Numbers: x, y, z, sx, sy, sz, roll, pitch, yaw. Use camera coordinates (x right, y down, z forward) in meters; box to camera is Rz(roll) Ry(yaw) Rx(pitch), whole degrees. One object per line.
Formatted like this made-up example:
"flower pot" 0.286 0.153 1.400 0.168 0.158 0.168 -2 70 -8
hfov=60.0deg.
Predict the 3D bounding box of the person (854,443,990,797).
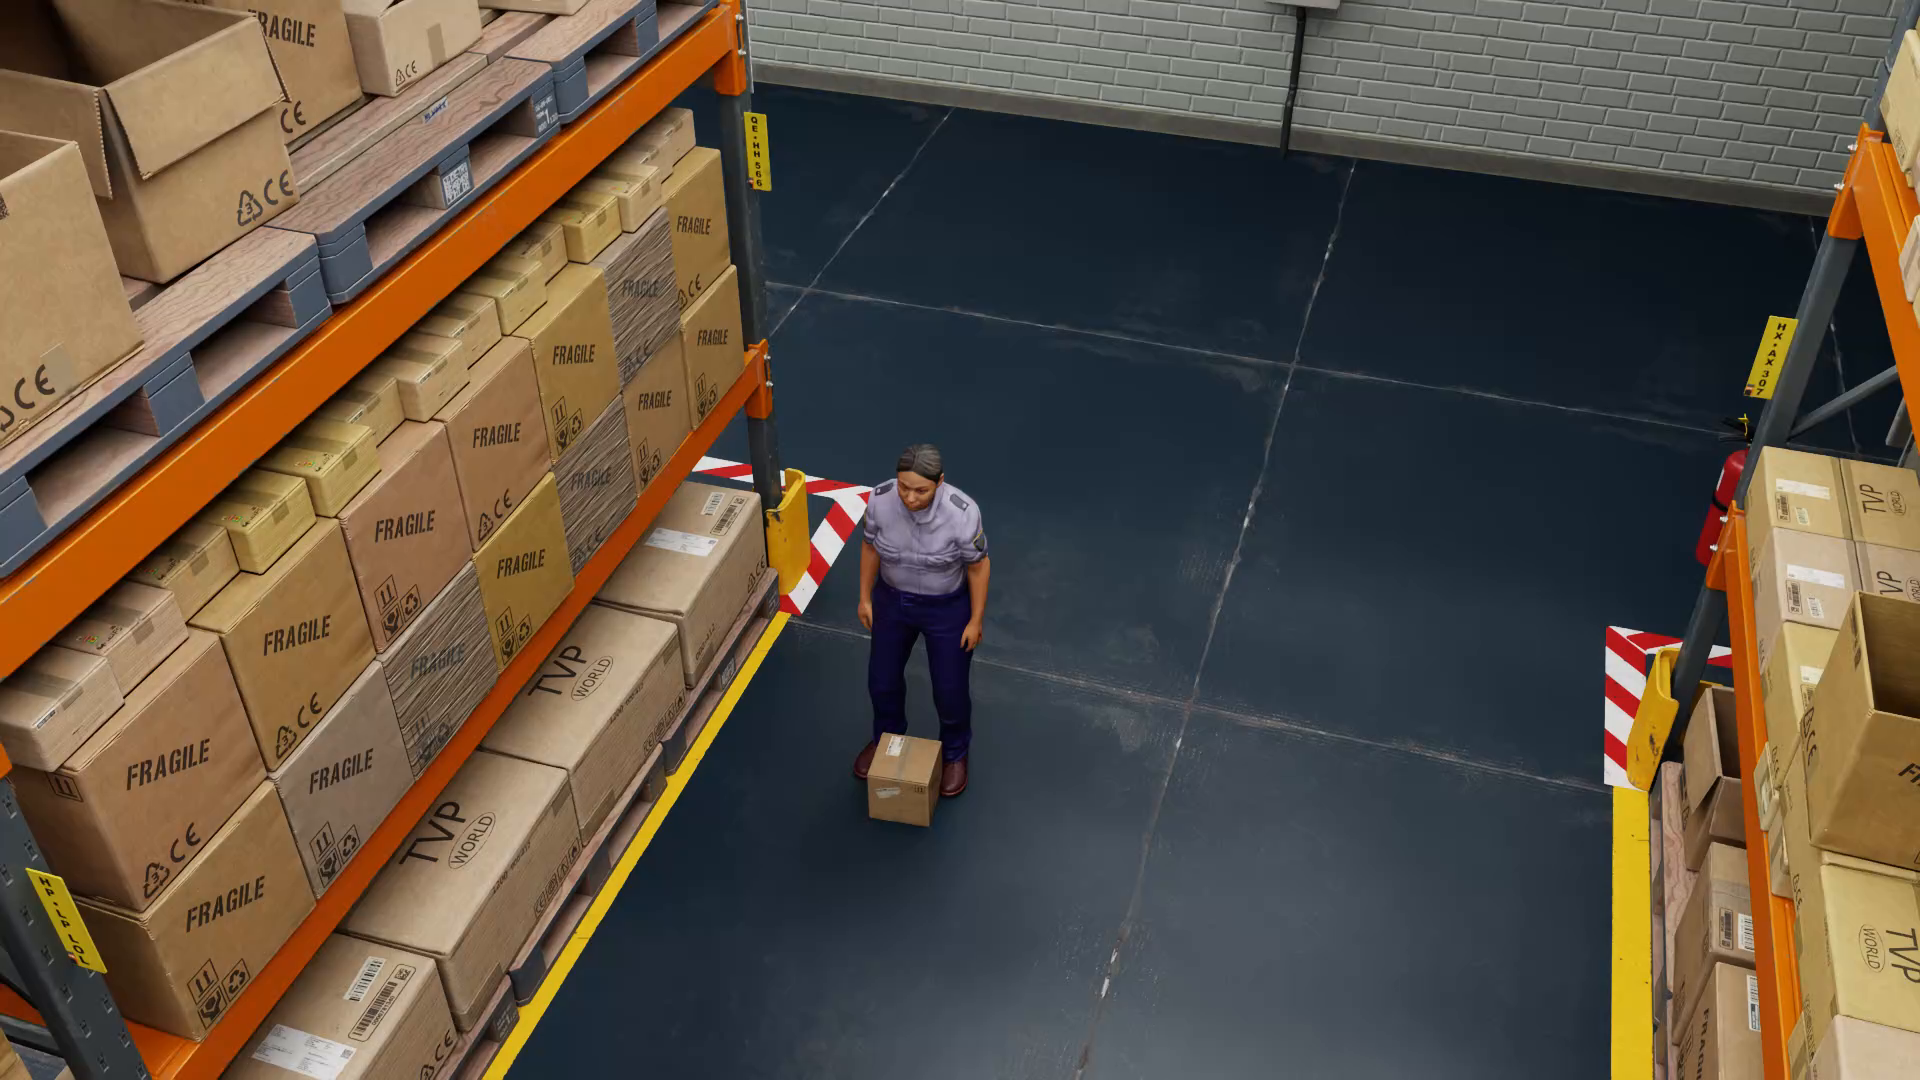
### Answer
"person" -0.154 0.277 6.532 0.537 1.651 0.371 10 38 13
